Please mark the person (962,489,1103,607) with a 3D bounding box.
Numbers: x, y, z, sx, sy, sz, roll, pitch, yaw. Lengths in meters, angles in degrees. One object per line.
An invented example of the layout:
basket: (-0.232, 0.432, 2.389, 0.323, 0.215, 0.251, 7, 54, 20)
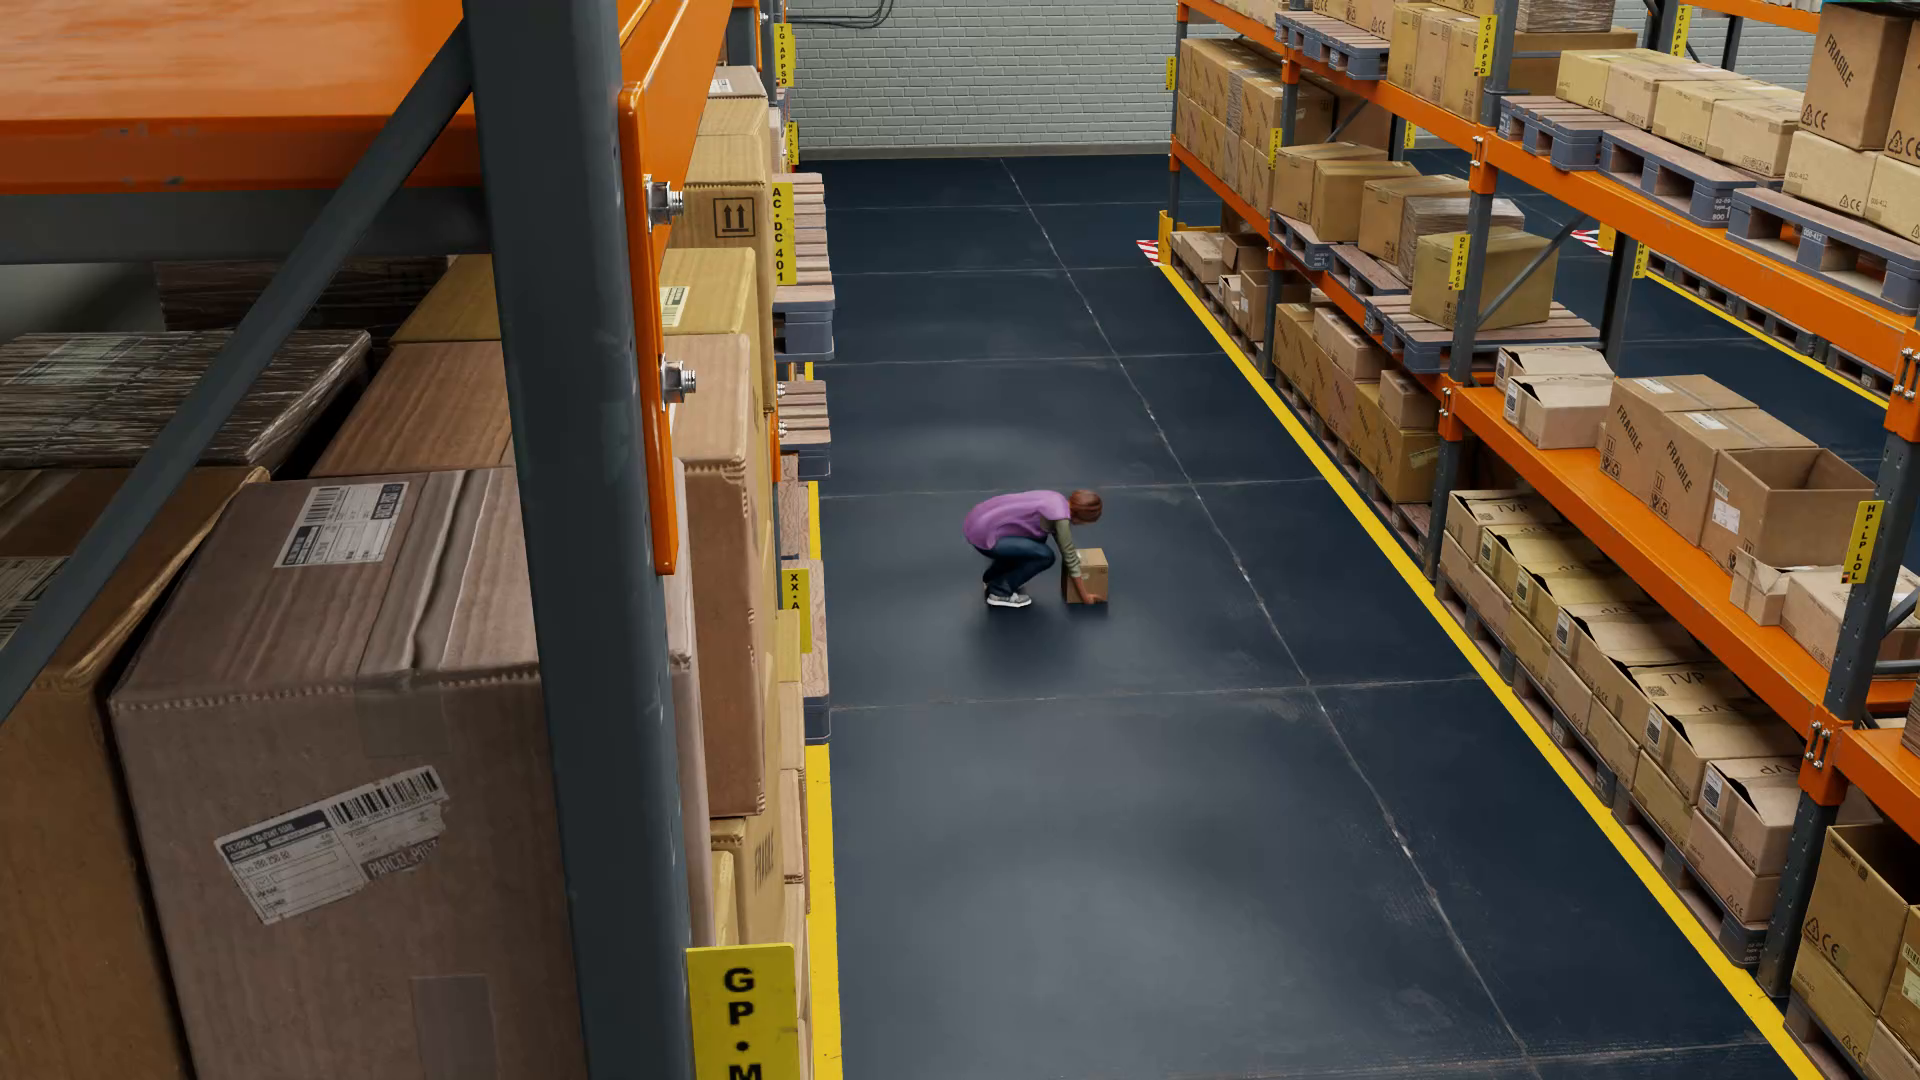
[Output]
person: (0.442, 0.041, 10.165, 0.864, 0.697, 0.421, -3, 24, -6)
